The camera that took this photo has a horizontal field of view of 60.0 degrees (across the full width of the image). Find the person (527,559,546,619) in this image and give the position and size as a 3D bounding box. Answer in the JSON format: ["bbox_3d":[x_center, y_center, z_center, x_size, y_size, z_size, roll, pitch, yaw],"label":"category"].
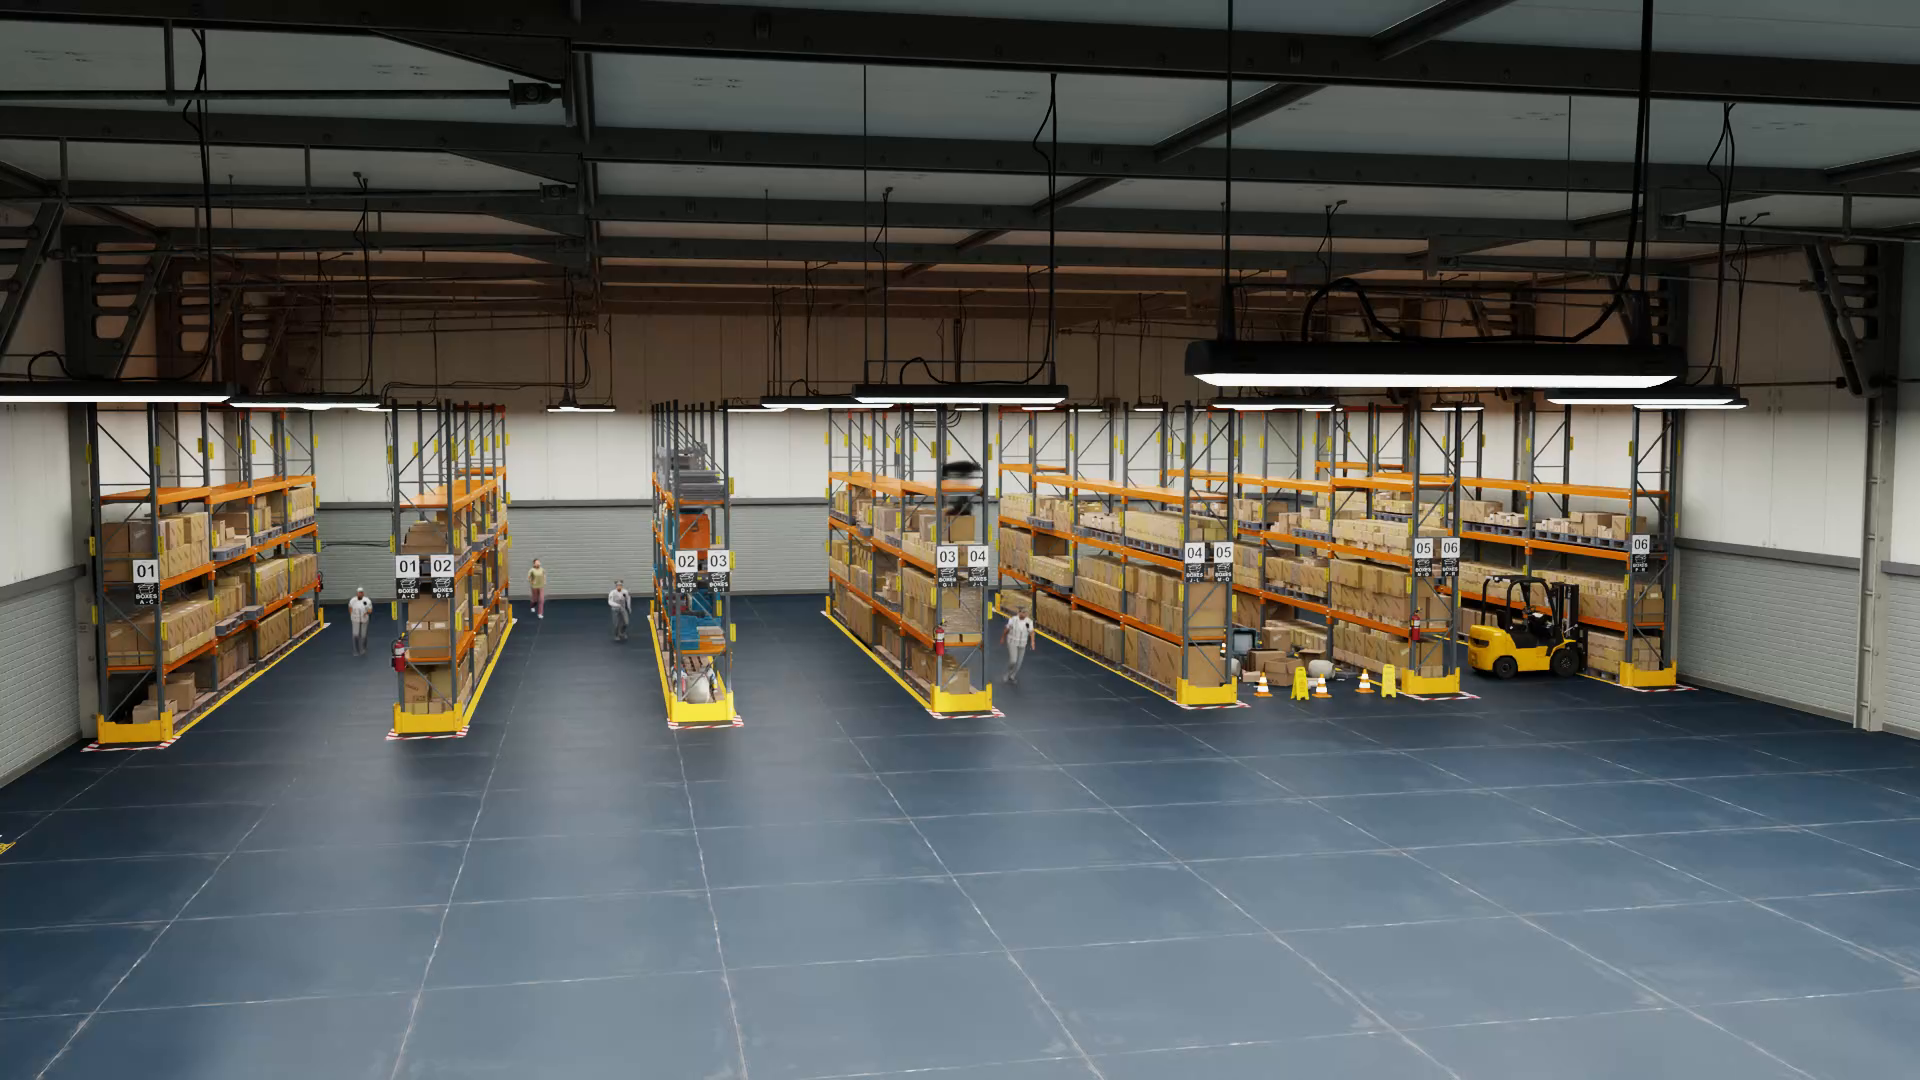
[{"bbox_3d":[-11.966,1.364,47.050,0.589,1.673,0.861,-3,5,-30],"label":"person"}]

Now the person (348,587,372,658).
[{"bbox_3d":[-14.189,1.955,39.368,0.524,1.676,0.782,-2,5,-21],"label":"person"}]

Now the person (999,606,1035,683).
[{"bbox_3d":[1.235,2.214,35.291,0.662,1.694,0.708,-2,5,-19],"label":"person"}]

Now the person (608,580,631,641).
[{"bbox_3d":[-8.575,1.779,41.924,0.605,1.576,0.805,-2,5,-22],"label":"person"}]
